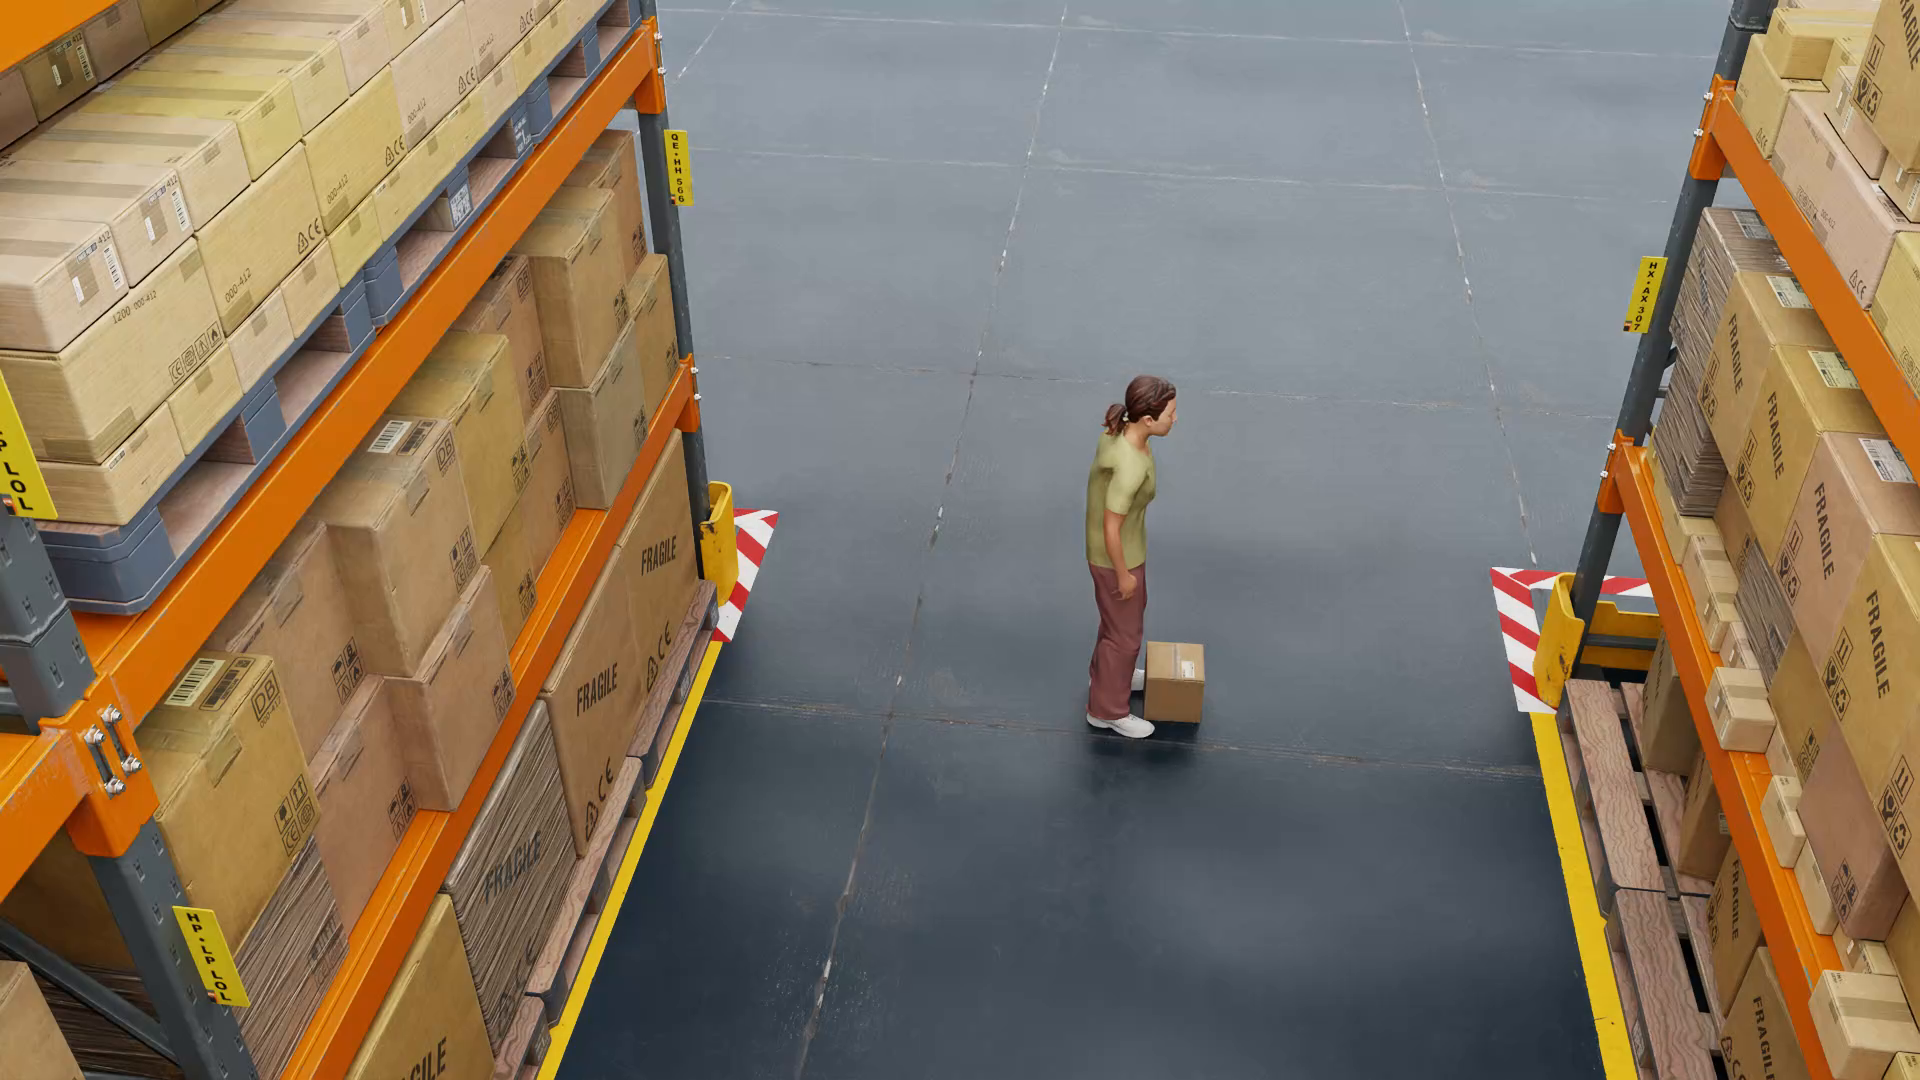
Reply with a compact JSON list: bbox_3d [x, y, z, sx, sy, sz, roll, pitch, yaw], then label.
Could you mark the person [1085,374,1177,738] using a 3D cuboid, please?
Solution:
[{"bbox_3d":[0.700,0.048,6.974,0.365,1.672,0.497,3,36,5],"label":"person"}]
